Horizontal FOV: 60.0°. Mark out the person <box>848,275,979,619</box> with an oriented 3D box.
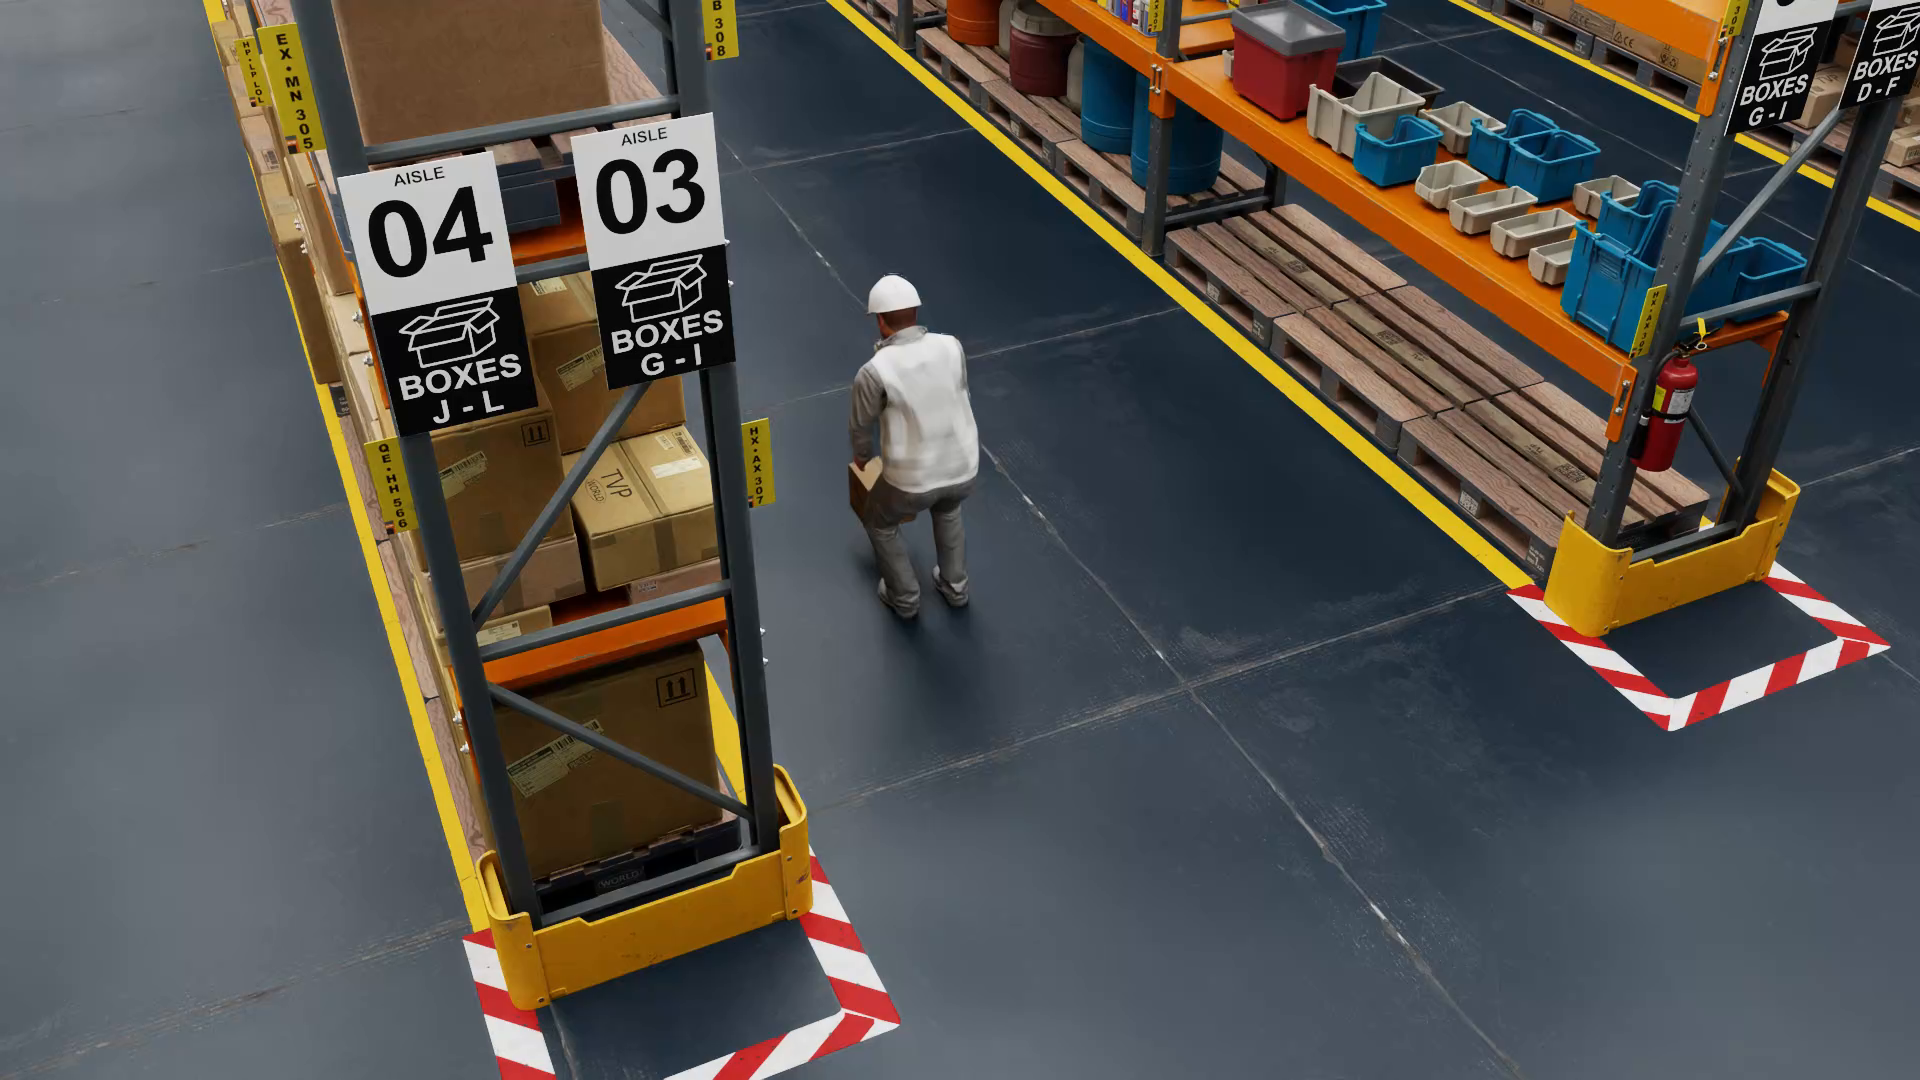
[{"bbox_3d":[-0.213,-0.376,7.461,0.581,1.628,0.604,-15,40,-19],"label":"person"}]
